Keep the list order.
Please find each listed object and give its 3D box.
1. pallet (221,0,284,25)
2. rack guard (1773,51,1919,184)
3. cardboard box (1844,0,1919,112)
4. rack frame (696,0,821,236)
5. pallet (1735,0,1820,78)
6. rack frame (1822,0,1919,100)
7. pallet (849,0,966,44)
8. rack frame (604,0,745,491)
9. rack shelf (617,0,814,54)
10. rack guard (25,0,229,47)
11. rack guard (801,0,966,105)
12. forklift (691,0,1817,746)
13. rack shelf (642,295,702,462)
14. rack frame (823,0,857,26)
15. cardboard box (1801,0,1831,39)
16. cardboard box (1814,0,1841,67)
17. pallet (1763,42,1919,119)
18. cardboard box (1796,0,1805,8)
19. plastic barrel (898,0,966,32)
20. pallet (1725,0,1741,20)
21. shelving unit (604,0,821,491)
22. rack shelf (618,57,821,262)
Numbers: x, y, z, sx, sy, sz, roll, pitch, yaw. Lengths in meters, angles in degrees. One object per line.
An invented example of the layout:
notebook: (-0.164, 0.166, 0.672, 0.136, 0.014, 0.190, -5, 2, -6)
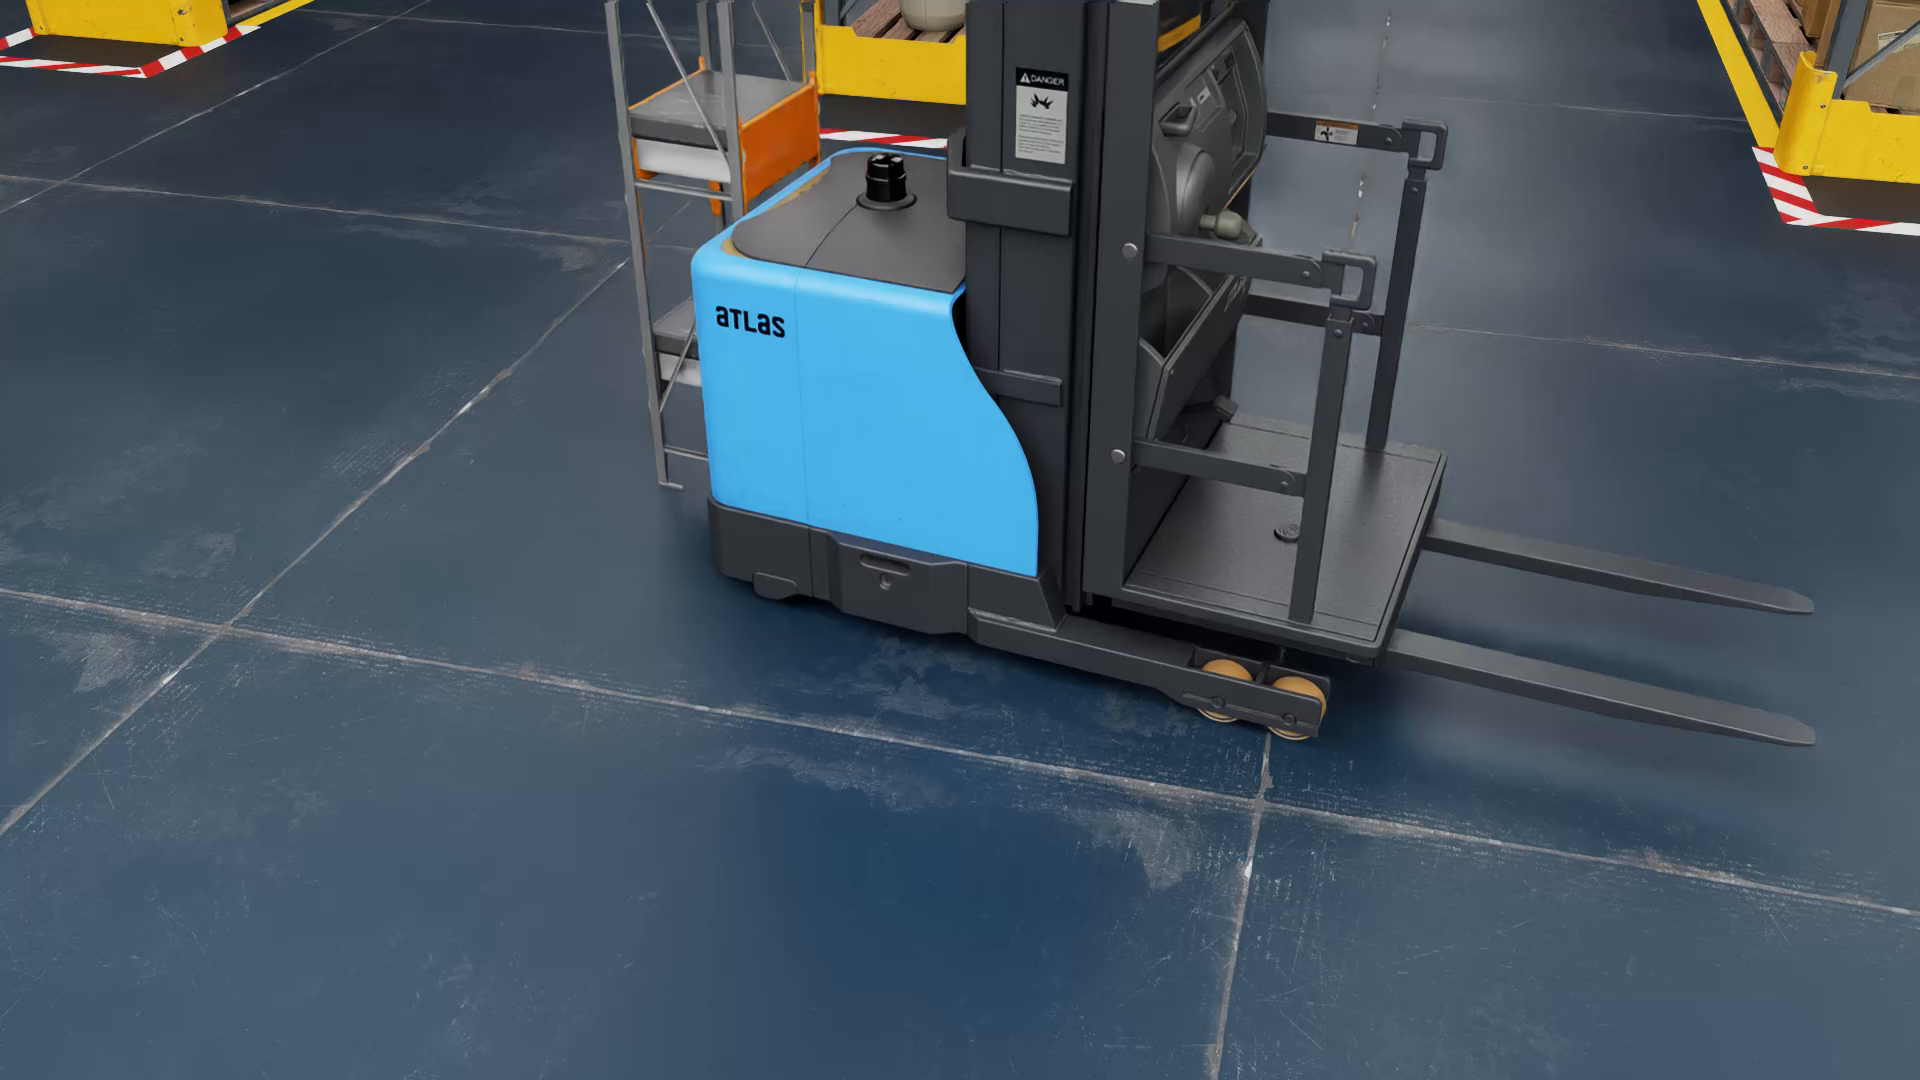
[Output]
pallet: (-4.868, -3.583, 10.690, 1.003, 0.211, 1.213, 8, 33, 12)
rack guard: (4.579, -1.991, 7.917, 1.175, 0.500, 0.348, 8, 33, 12)
cardboard box: (4.734, -2.451, 8.248, 0.500, 0.500, 0.500, 14, 35, 21)
rack frame: (-0.626, -1.271, 5.292, 0.400, 2.100, 0.015, 13, 35, 19)
pallet: (5.131, -2.917, 9.642, 1.003, 0.211, 1.213, 8, 33, 12)
rack frame: (4.560, -3.007, 7.184, 1.000, 3.000, 0.127, 8, 33, 12)
pallet: (-0.046, -2.971, 9.727, 1.003, 0.211, 1.213, 8, 33, 12)
rack frame: (-0.816, -1.030, 4.913, 0.400, 2.100, 0.015, 13, 35, 19)
rack shelf: (-0.721, -1.730, 4.734, 0.431, 0.518, 0.480, 13, 35, 19)
rack guard: (-5.027, -3.290, 9.959, 1.175, 0.500, 0.348, 8, 33, 12)
rack guard: (-0.257, -2.672, 8.987, 1.175, 0.500, 0.348, 8, 33, 12)
forklift: (0.821, -1.031, 4.140, 3.031, 2.935, 1.130, 13, 35, 19)
rack shelf: (-0.721, -0.548, 5.485, 0.431, 0.518, 0.480, 13, 35, 19)
rack frame: (-0.231, -3.681, 8.245, 1.000, 3.000, 0.127, 8, 33, 12)
cardboard box: (5.030, -3.088, 9.250, 0.500, 0.500, 0.500, 11, 34, 17)
cardboard box: (4.853, -2.766, 8.743, 0.500, 0.500, 0.500, 17, 36, 25)
pallet: (4.819, -2.286, 8.650, 1.003, 0.211, 1.213, 8, 33, 12)
cardboard box: (5.215, -3.372, 9.696, 0.500, 0.500, 0.500, 5, 33, 8)
plastic barrel: (-0.138, -3.160, 9.353, 0.421, 0.512, 0.421, 0, 32, 0)
pallet: (5.439, -3.552, 10.641, 1.003, 0.211, 1.213, 8, 33, 12)
shelving unit: (-0.721, -1.150, 5.102, 0.431, 2.100, 0.503, 13, 35, 19)
rack shelf: (-0.721, -1.139, 5.110, 0.431, 0.518, 0.480, 13, 35, 19)
